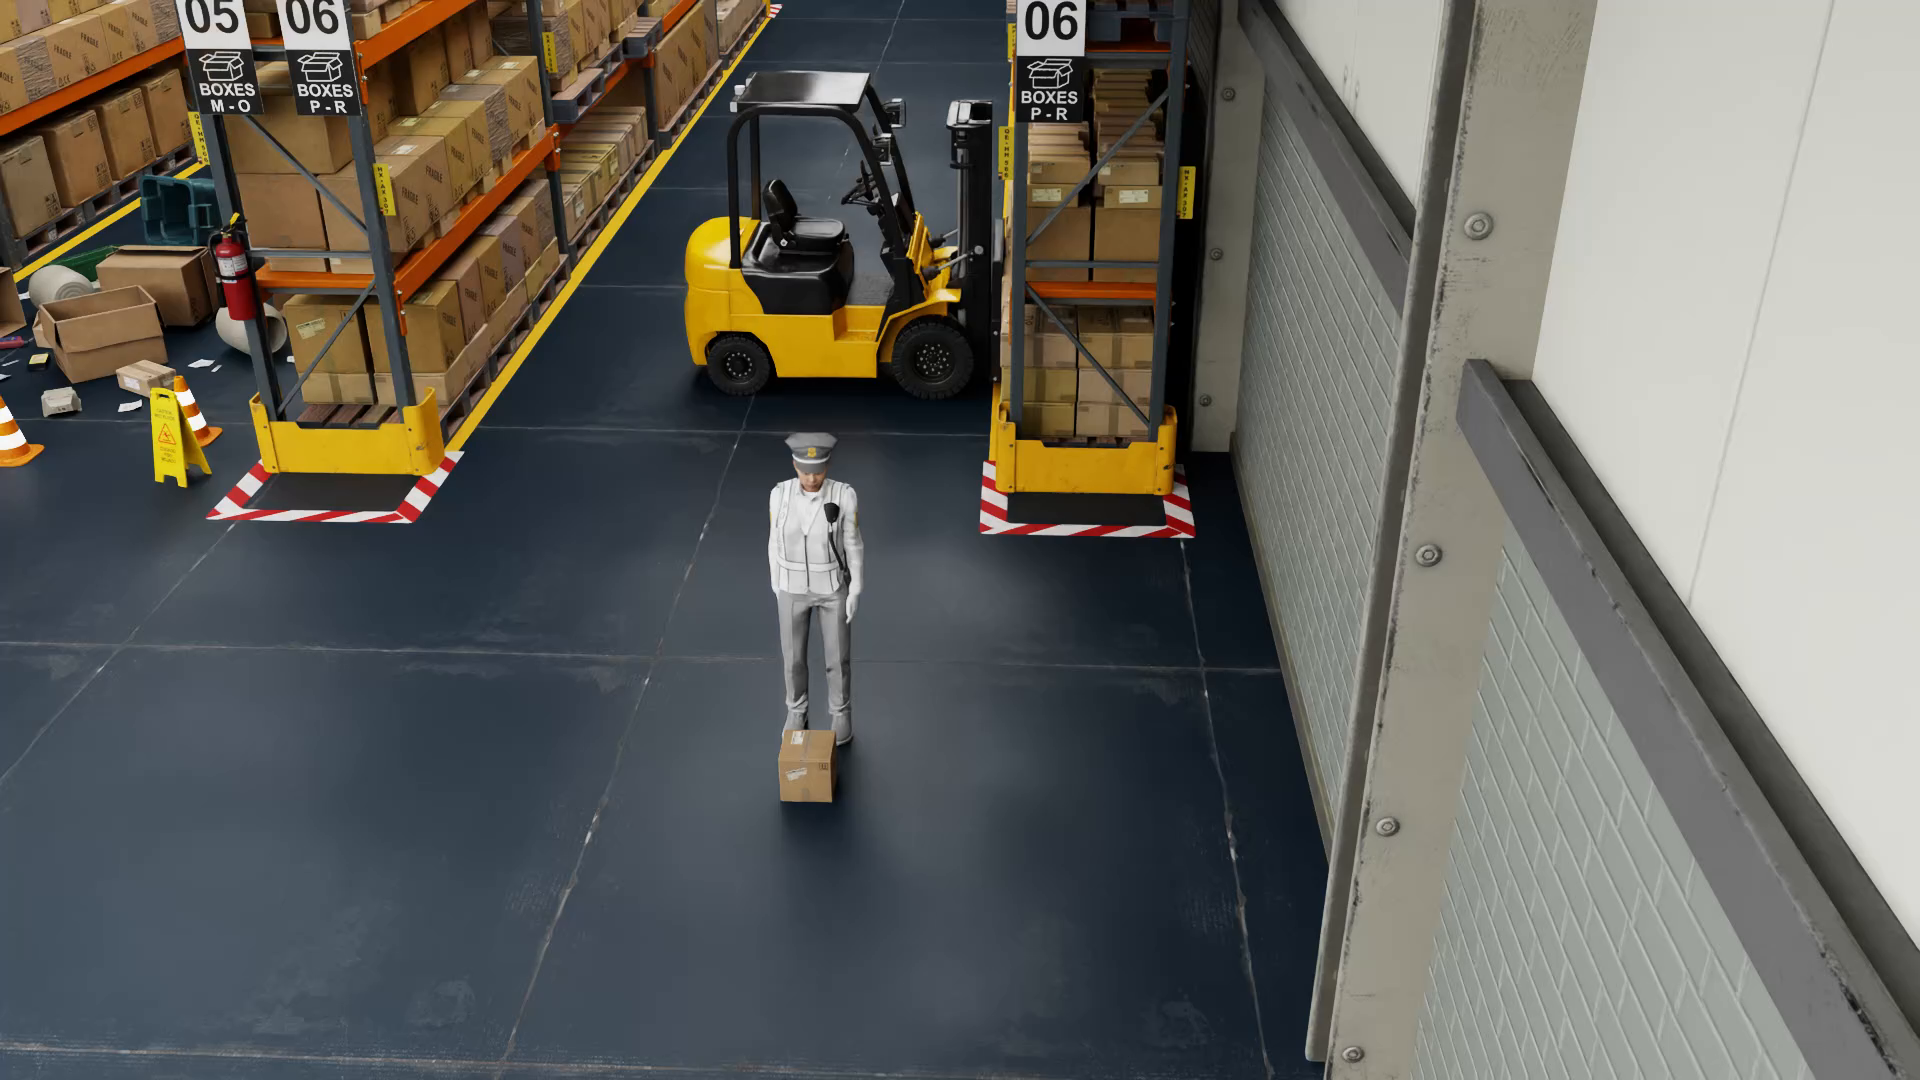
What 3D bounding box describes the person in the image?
[{"bbox_3d":[-0.691,0.255,8.152,0.451,1.665,0.329,2,28,3],"label":"person"}]
